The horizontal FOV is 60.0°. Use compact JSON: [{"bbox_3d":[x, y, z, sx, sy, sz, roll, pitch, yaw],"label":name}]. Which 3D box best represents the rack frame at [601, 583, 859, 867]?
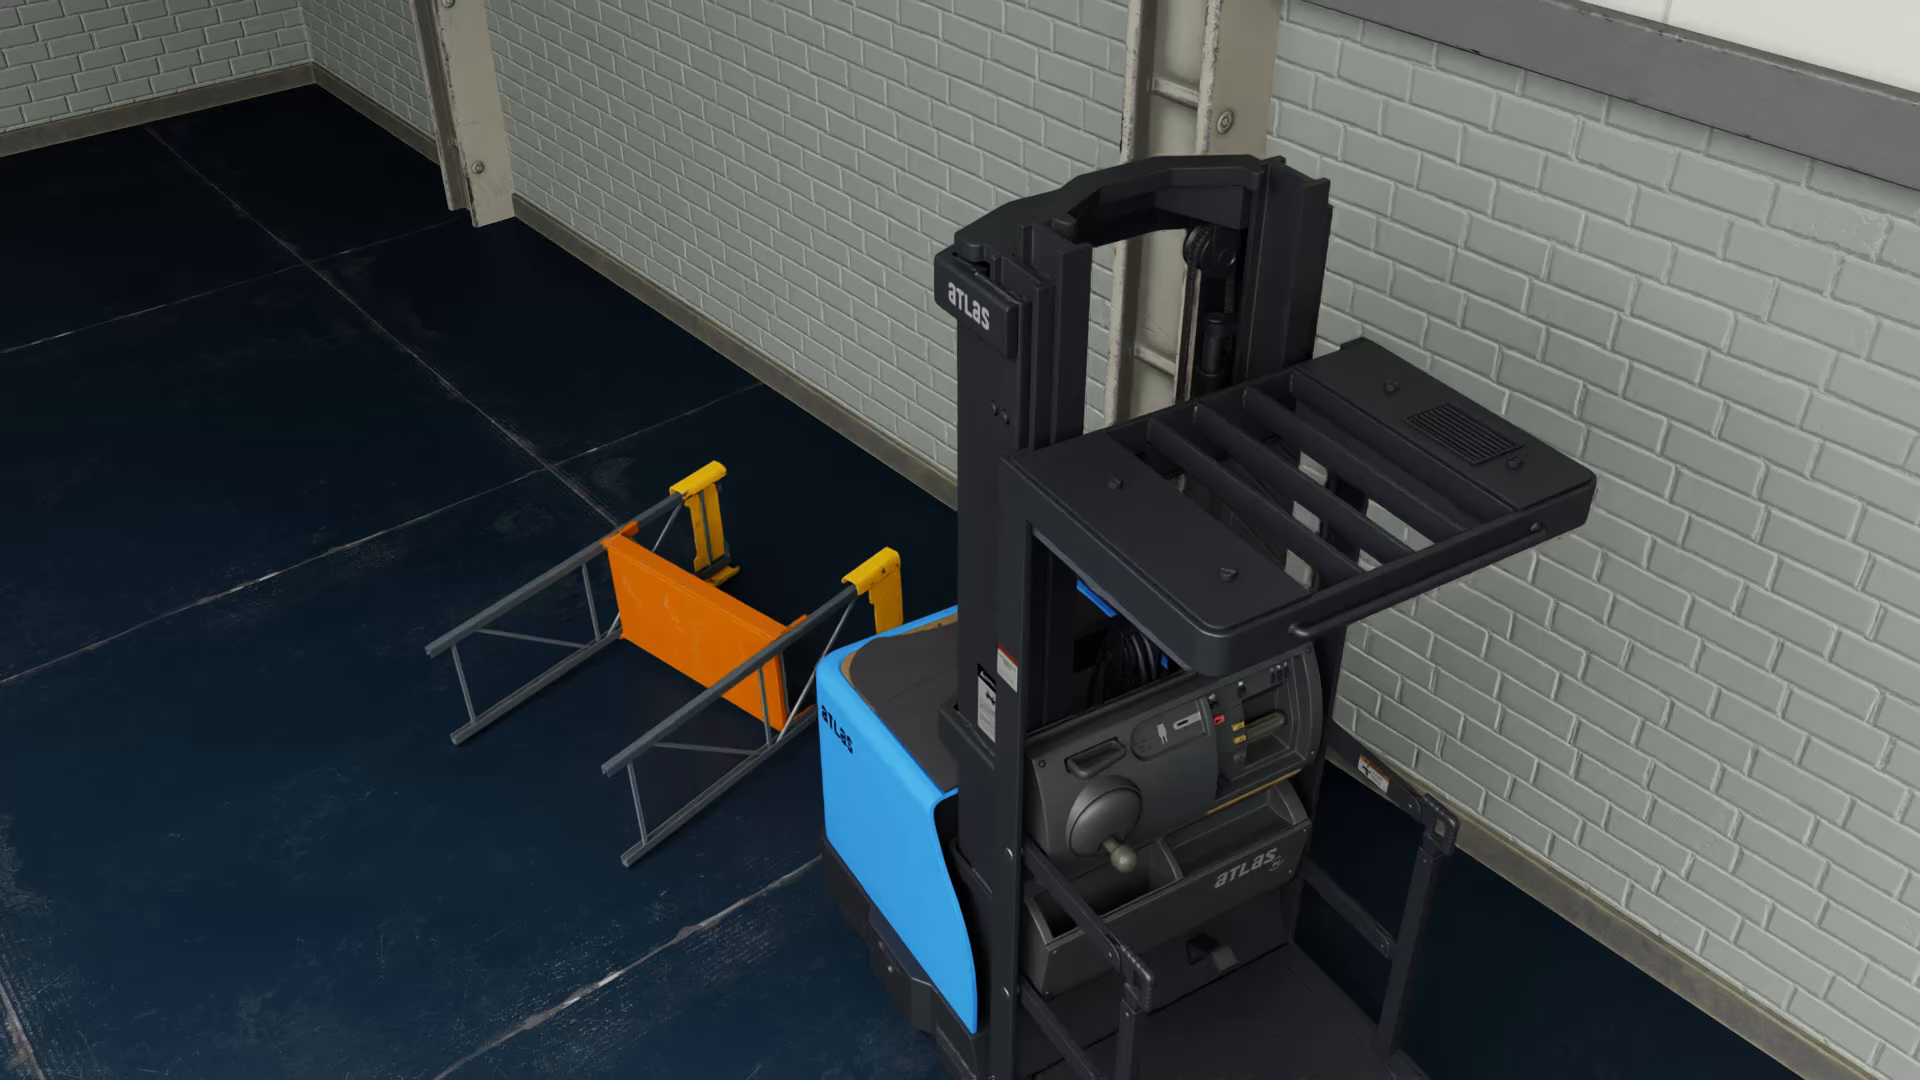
[{"bbox_3d":[-0.742,0.627,6.341,0.032,0.500,1.500,26,45,32],"label":"rack frame"}]

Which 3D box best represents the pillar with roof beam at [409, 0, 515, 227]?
[{"bbox_3d":[-6.368,-4.192,5.883,9.100,9.000,0.400,-26,43,-32],"label":"pillar with roof beam"}]

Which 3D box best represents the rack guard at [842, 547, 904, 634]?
[{"bbox_3d":[-0.343,0.330,6.718,0.087,0.587,0.250,26,45,32],"label":"rack guard"}]

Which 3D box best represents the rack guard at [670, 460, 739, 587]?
[{"bbox_3d":[-1.108,-0.039,7.239,0.087,0.587,0.250,26,45,32],"label":"rack guard"}]

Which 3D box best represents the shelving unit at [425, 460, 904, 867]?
[{"bbox_3d":[-1.125,0.442,6.602,1.083,0.587,1.500,26,45,32],"label":"shelving unit"}]

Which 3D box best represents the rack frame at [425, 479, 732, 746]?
[{"bbox_3d":[-1.523,0.251,6.872,0.032,0.500,1.500,26,45,32],"label":"rack frame"}]

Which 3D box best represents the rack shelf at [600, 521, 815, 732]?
[{"bbox_3d":[-1.017,0.353,6.715,1.000,0.538,0.185,26,45,32],"label":"rack shelf"}]

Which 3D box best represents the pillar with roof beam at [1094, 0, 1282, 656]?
[{"bbox_3d":[-2.496,-1.543,2.143,9.100,9.000,0.400,-26,43,-32],"label":"pillar with roof beam"}]

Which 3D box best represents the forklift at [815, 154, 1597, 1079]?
[{"bbox_3d":[0.710,0.640,4.311,1.130,2.935,3.031,-19,40,-25],"label":"forklift"}]
